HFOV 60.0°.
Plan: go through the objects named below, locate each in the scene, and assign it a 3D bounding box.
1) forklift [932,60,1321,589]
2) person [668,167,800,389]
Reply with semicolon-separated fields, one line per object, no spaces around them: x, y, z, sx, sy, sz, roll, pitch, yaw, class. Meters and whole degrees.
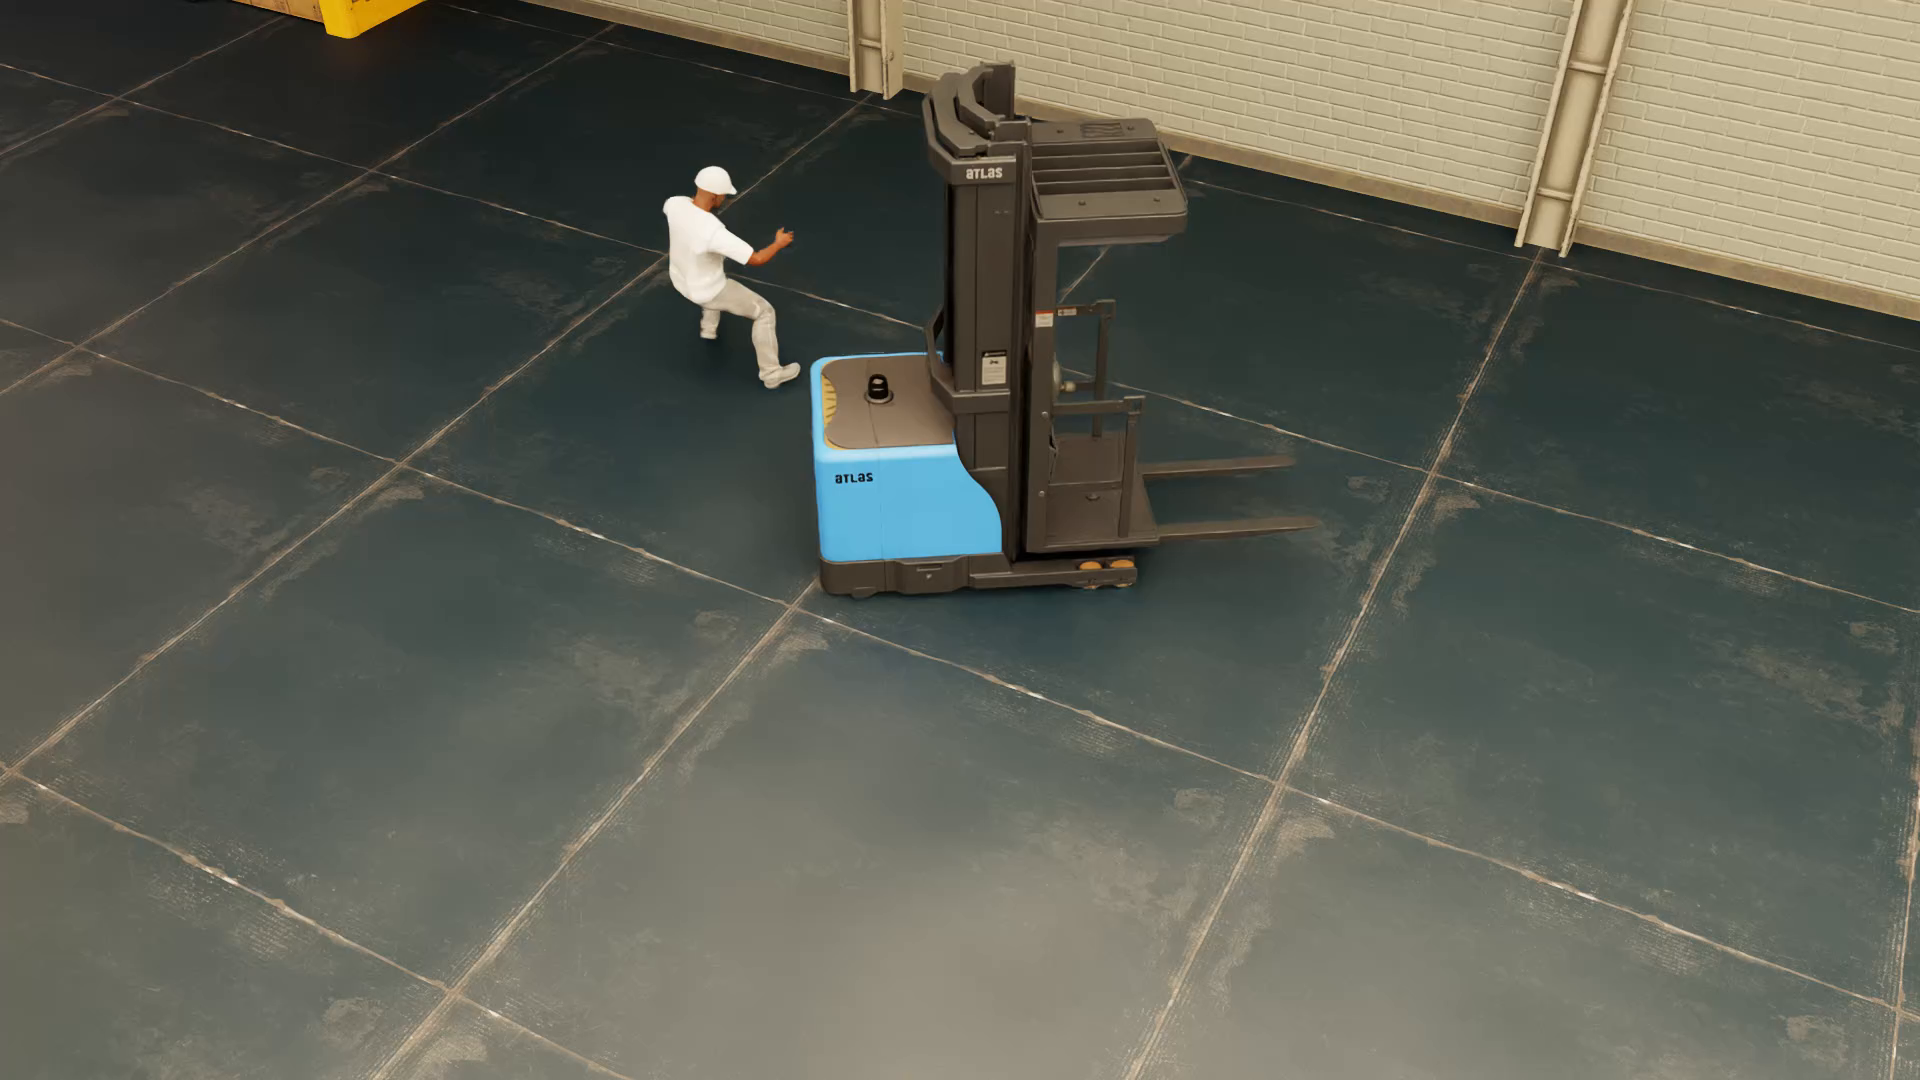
0.644;-1.165;9.369;3.031;2.935;1.121;-3;40;-4;forklift
-1.591;-1.894;11.313;0.780;1.550;1.019;-29;48;-30;person
